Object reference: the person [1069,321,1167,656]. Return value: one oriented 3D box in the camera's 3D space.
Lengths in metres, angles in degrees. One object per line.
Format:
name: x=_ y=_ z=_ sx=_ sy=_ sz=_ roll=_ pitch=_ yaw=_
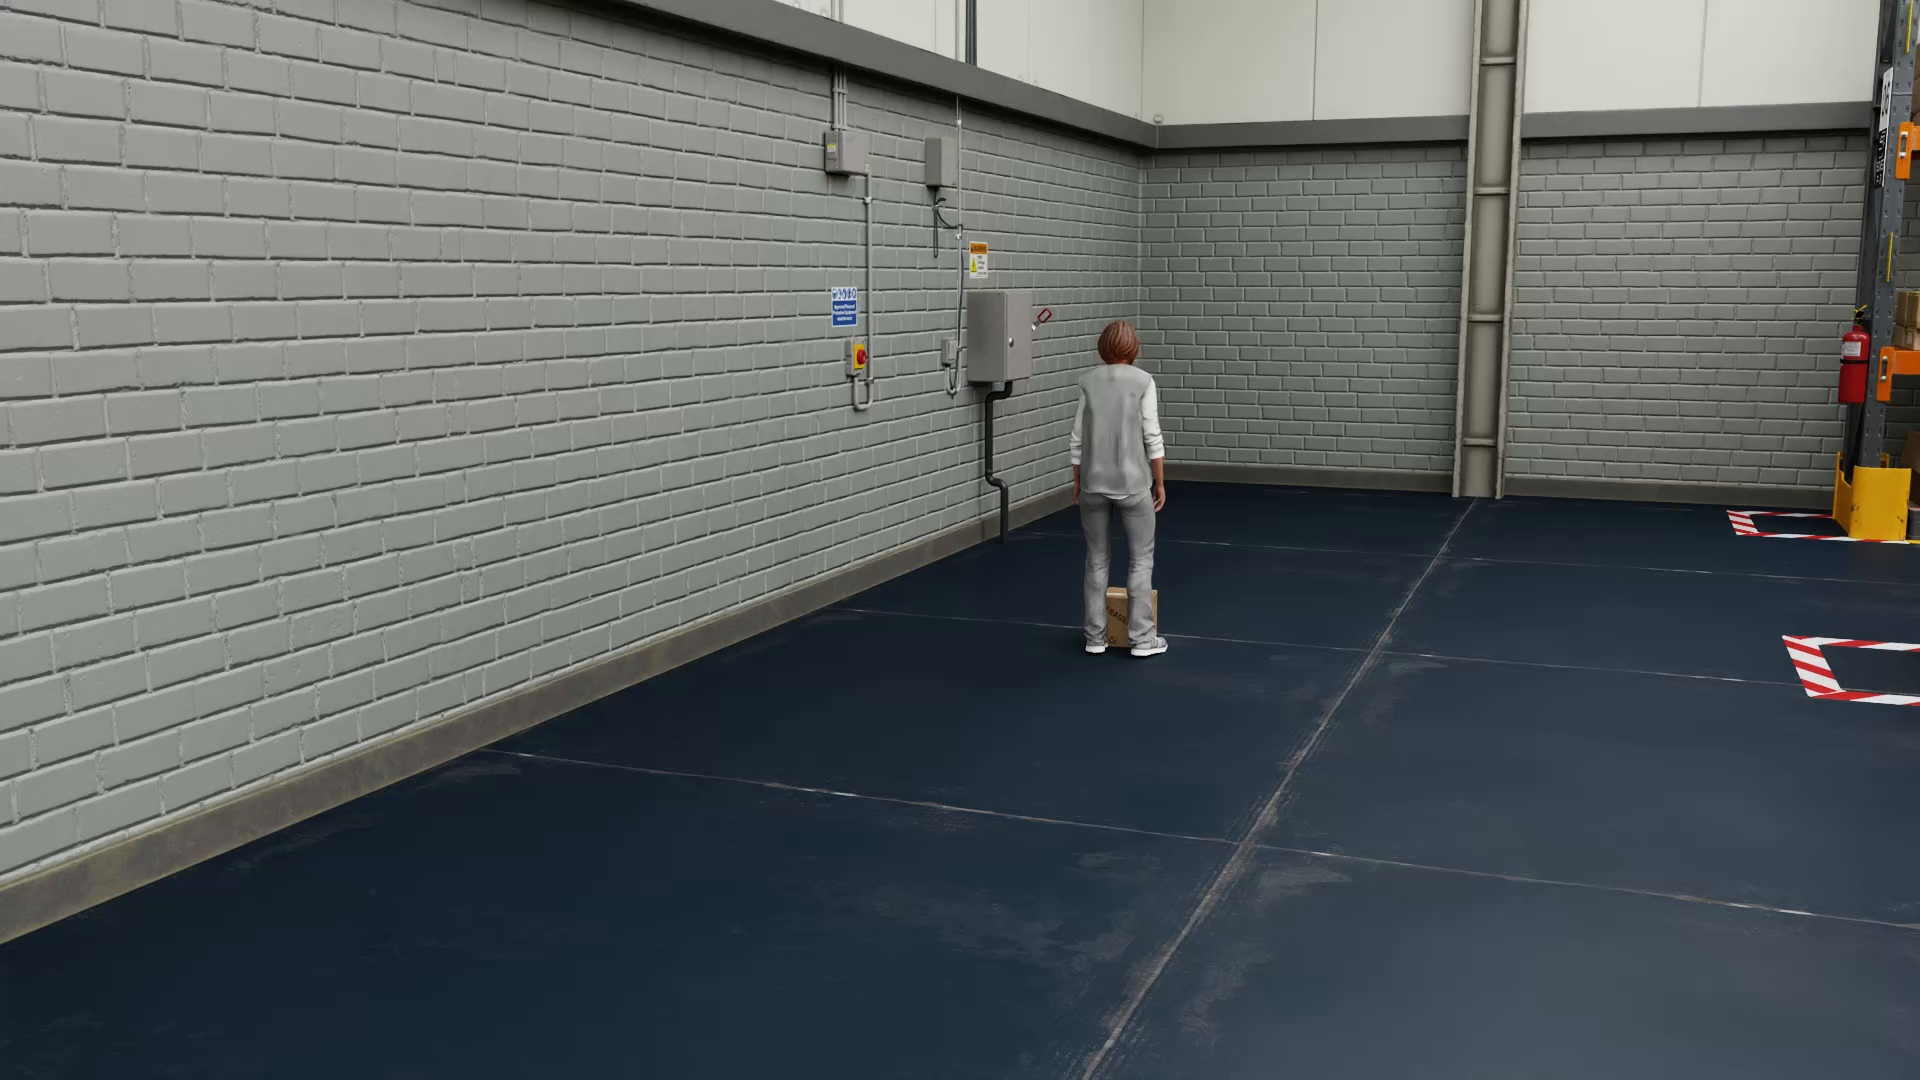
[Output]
person: x=0.751 y=-0.242 z=7.937 sx=0.465 sy=1.592 sz=0.348 roll=3 pitch=10 yaw=21
